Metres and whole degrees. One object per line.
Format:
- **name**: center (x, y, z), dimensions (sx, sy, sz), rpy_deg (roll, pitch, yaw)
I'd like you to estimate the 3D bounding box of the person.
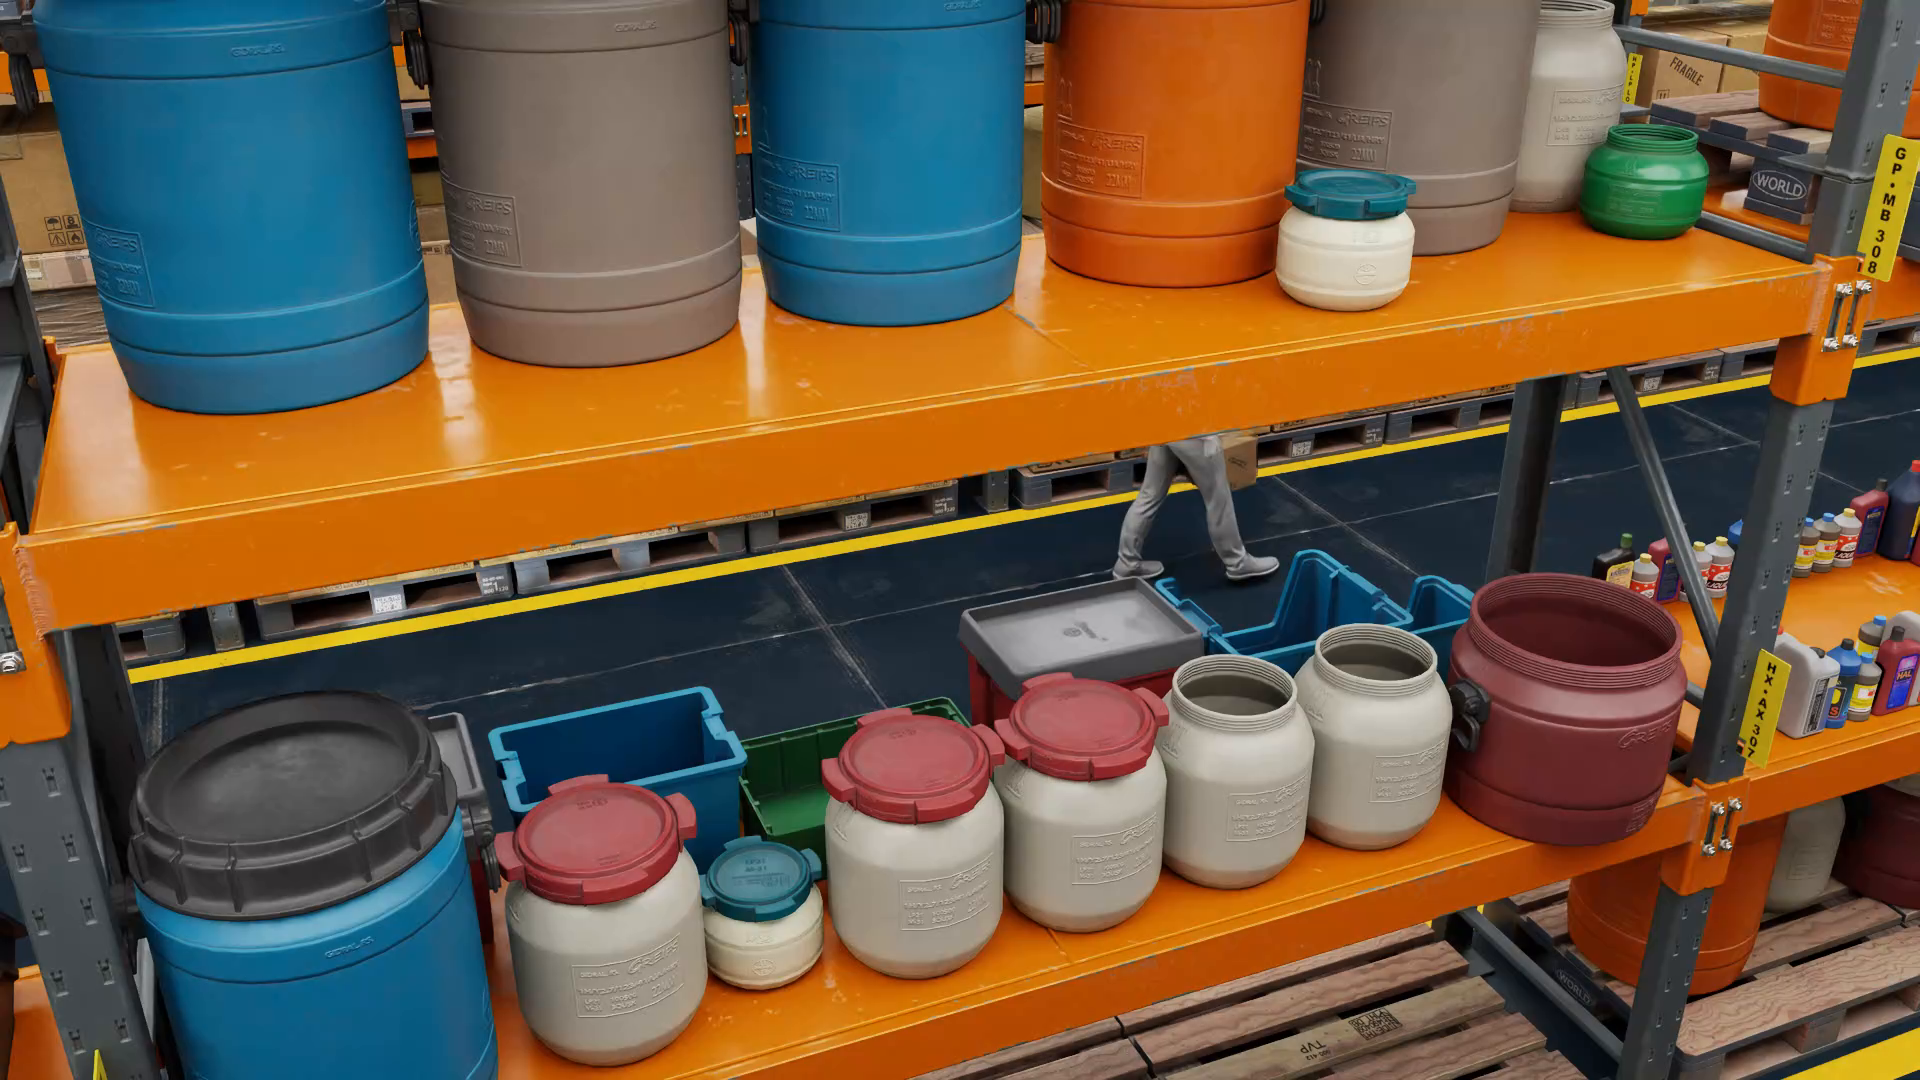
- **person**: center (1.194, -0.580, 8.259), dimensions (0.834, 1.661, 0.512), rpy_deg (-8, 27, -16)
